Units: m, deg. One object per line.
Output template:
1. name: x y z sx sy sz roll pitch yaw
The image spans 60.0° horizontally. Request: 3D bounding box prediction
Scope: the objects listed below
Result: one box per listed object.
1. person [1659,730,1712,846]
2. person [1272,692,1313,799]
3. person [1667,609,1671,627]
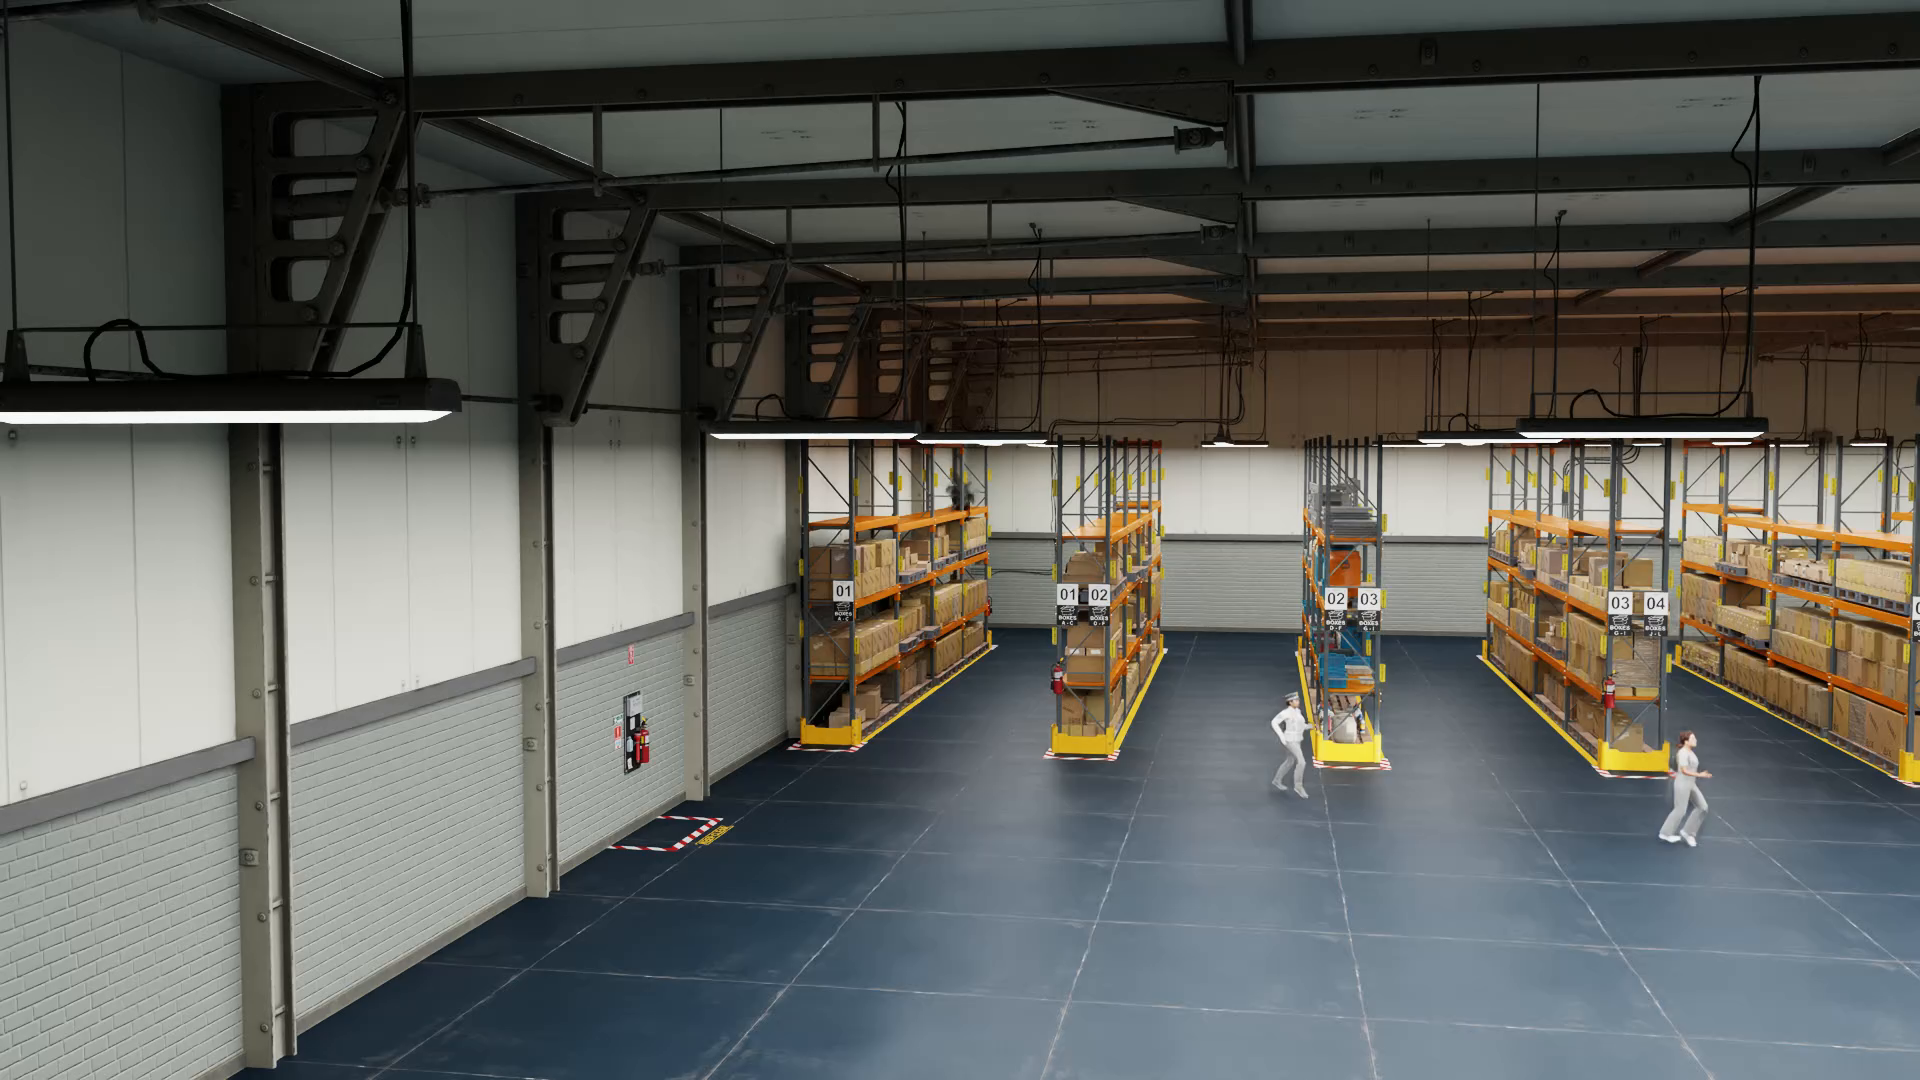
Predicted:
1. person: 10.502 3.602 24.039 0.705 1.710 0.576 2 4 38
2. person: 5.490 3.383 27.549 0.746 1.750 0.477 2 4 36
3. person: 19.117 2.088 45.372 0.436 0.839 0.612 -1 3 -23
